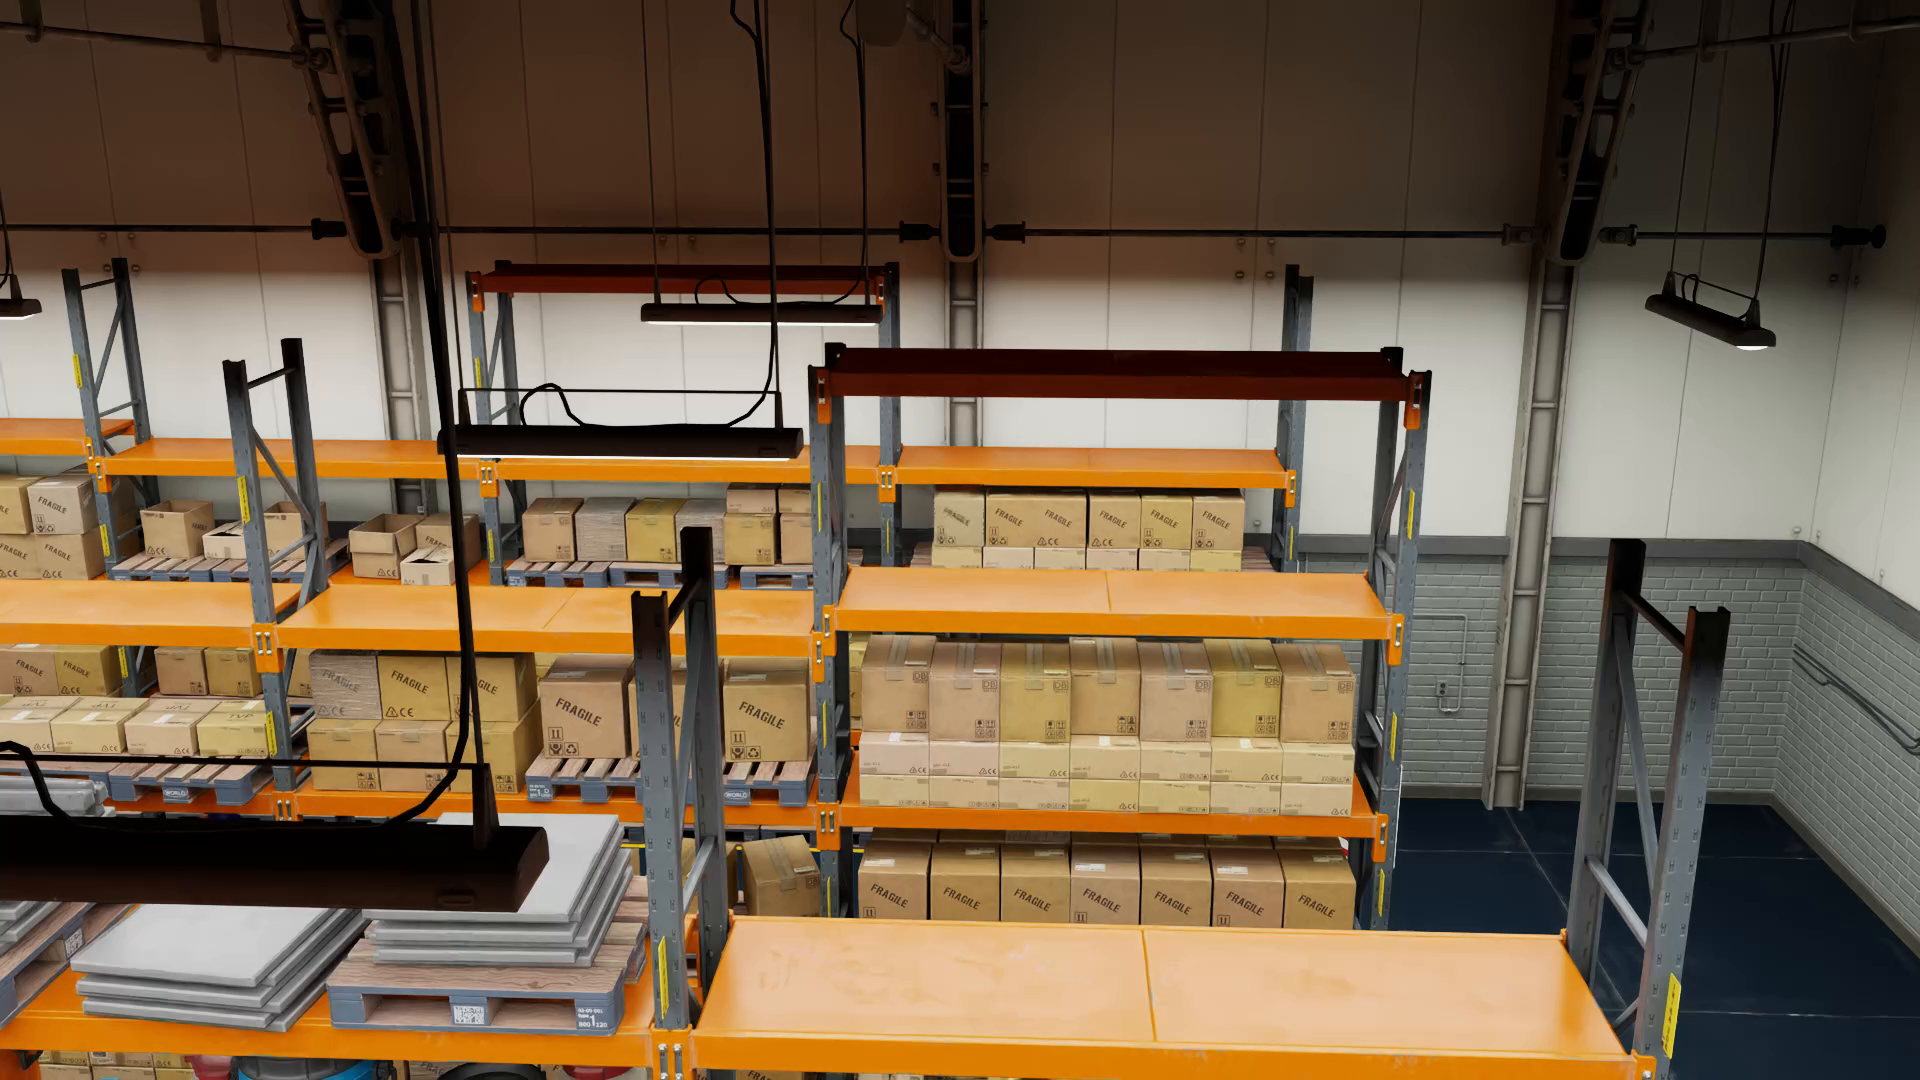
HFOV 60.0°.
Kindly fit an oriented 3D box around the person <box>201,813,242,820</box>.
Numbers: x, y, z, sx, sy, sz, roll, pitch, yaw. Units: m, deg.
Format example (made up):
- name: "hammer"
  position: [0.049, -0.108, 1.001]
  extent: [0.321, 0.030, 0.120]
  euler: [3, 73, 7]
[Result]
- name: "person"
  position: [-7.323, 2.641, 16.557]
  extent: [0.453, 1.636, 0.532]
  euler: [5, 17, 17]
